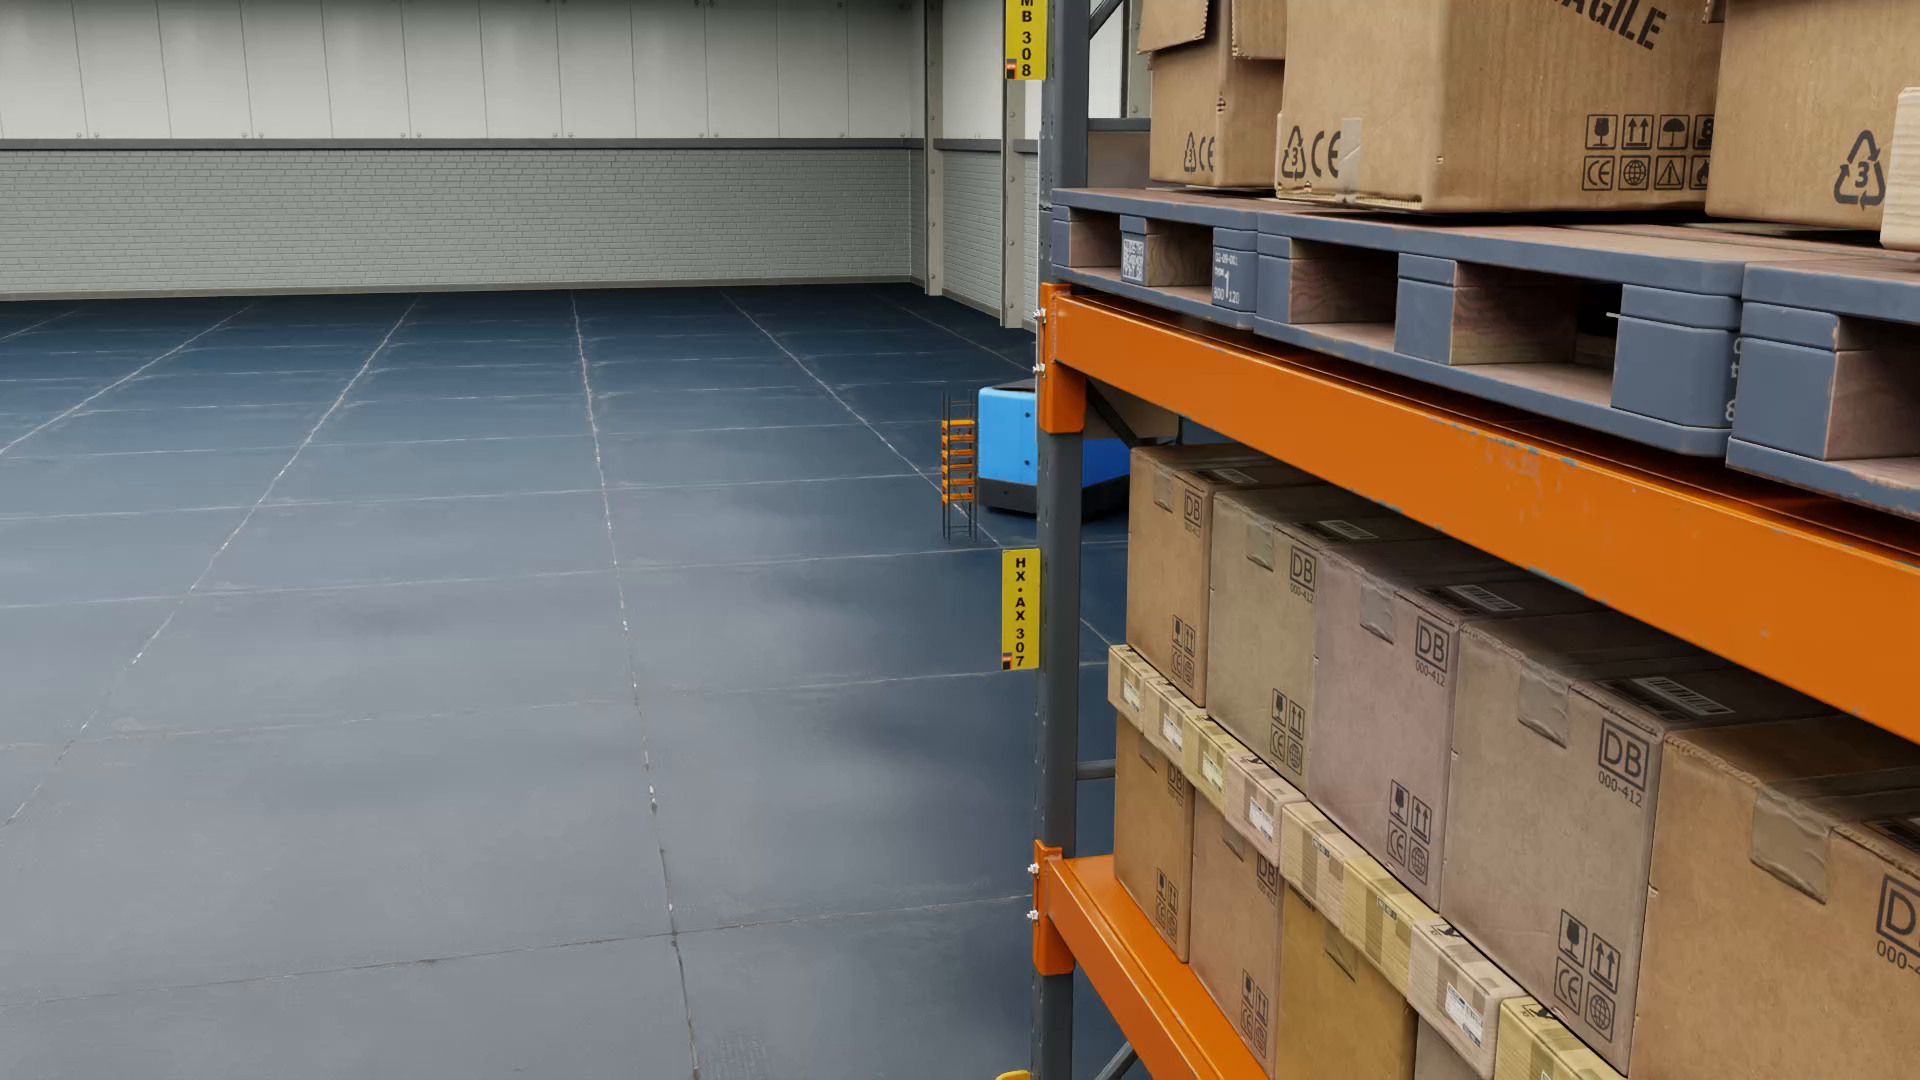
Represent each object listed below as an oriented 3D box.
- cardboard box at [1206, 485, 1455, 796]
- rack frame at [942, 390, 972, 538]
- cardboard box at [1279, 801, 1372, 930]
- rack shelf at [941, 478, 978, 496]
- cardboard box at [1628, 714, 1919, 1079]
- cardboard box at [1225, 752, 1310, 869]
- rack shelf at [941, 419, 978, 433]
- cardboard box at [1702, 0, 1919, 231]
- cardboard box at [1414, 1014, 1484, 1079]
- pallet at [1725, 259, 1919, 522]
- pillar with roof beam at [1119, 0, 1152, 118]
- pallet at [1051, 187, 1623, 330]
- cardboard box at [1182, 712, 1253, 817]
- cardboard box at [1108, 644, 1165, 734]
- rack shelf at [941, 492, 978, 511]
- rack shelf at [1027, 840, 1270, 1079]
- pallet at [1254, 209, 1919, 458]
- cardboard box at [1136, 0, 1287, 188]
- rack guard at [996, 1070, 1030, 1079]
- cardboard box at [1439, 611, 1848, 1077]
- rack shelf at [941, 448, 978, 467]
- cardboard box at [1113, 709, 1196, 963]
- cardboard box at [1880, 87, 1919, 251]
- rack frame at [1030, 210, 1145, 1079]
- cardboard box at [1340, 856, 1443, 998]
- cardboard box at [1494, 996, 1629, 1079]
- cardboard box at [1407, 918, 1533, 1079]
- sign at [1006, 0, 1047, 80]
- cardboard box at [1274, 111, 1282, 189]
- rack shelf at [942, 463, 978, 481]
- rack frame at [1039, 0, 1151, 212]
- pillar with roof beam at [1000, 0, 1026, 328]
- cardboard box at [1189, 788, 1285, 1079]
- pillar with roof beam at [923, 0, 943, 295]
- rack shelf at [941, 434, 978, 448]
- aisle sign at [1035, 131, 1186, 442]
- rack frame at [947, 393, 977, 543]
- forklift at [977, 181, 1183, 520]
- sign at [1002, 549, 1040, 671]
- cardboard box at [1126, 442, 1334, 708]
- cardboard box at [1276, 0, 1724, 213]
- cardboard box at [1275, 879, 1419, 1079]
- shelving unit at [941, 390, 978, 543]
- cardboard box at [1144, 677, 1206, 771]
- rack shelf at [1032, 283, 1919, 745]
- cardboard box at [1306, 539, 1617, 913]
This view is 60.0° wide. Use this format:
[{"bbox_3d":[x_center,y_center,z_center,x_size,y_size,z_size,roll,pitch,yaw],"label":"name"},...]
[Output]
[{"bbox_3d":[0.939,0.176,3.443,0.700,0.500,0.500,-4,14,-15],"label":"cardboard box"},{"bbox_3d":[-0.025,-0.607,13.385,0.240,1.200,0.006,-3,14,-13],"label":"rack frame"},{"bbox_3d":[0.828,0.590,3.115,0.380,0.149,0.250,-4,14,-15],"label":"cardboard box"},{"bbox_3d":[-0.003,-0.426,13.337,0.258,0.103,0.180,-3,14,-13],"label":"rack shelf"},{"bbox_3d":[1.293,0.523,2.022,0.700,0.500,0.500,-3,14,-13],"label":"cardboard box"},{"bbox_3d":[0.763,0.529,3.366,0.380,0.149,0.250,-4,14,-14],"label":"cardboard box"},{"bbox_3d":[-0.003,-0.893,13.223,0.258,0.103,0.180,-3,14,-13],"label":"rack shelf"},{"bbox_3d":[1.376,-0.630,1.970,0.797,0.503,0.637,-2,14,-7],"label":"cardboard box"},{"bbox_3d":[1.164,1.030,2.681,0.700,0.500,0.500,-3,14,-11],"label":"cardboard box"},{"bbox_3d":[1.415,-0.074,1.275,1.003,0.211,1.213,-3,14,-13],"label":"pallet"},{"bbox_3d":[-1.892,-6.378,20.570,9.100,9.000,0.400,-3,14,-13],"label":"pillar with roof beam"},{"bbox_3d":[0.842,-0.637,3.579,1.003,0.211,1.213,-3,14,-13],"label":"pallet"},{"bbox_3d":[0.705,0.470,3.605,0.380,0.149,0.250,-3,14,-13],"label":"cardboard box"},{"bbox_3d":[0.584,0.352,4.089,0.380,0.149,0.250,-3,14,-14],"label":"cardboard box"},{"bbox_3d":[-0.003,-0.310,13.366,0.258,0.103,0.180,-3,14,-13],"label":"rack shelf"},{"bbox_3d":[1.170,1.424,2.795,1.077,0.370,4.000,-3,14,-13],"label":"rack shelf"},{"bbox_3d":[1.132,-0.355,2.424,1.003,0.211,1.213,-3,14,-13],"label":"pallet"},{"bbox_3d":[0.832,-1.034,3.619,0.797,0.503,0.637,-2,14,-9],"label":"cardboard box"},{"bbox_3d":[0.695,1.822,4.917,1.175,0.500,0.348,-3,14,-13],"label":"rack guard"},{"bbox_3d":[1.176,0.408,2.494,0.700,0.500,0.500,-3,14,-13],"label":"cardboard box"},{"bbox_3d":[-0.003,-0.660,13.280,0.258,0.103,0.180,-3,14,-13],"label":"rack shelf"},{"bbox_3d":[0.798,0.673,4.142,0.700,0.500,0.500,-3,14,-13],"label":"cardboard box"},{"bbox_3d":[1.091,-0.334,1.505,0.380,0.149,0.250,-3,14,-13],"label":"cardboard box"},{"bbox_3d":[0.701,0.613,4.598,1.000,3.000,0.127,-3,14,-13],"label":"rack frame"},{"bbox_3d":[0.888,0.649,2.874,0.380,0.149,0.250,-3,14,-14],"label":"cardboard box"},{"bbox_3d":[1.006,0.767,2.389,0.380,0.149,0.250,-3,14,-11],"label":"cardboard box"},{"bbox_3d":[0.944,0.706,2.638,0.380,0.149,0.250,-3,14,-13],"label":"cardboard box"},{"bbox_3d":[0.160,-1.278,4.008,0.100,0.325,0.005,-3,14,-13],"label":"sign"},{"bbox_3d":[0.806,-0.713,3.054,0.380,0.149,0.250,-3,14,-13],"label":"cardboard box"},{"bbox_3d":[-0.003,-0.543,13.309,0.258,0.103,0.180,-3,14,-13],"label":"rack shelf"},{"bbox_3d":[0.701,-2.301,3.886,1.000,3.000,0.127,-3,14,-13],"label":"rack frame"},{"bbox_3d":[-3.301,-7.762,26.236,9.100,9.000,0.400,-3,14,-13],"label":"pillar with roof beam"},{"bbox_3d":[0.926,0.794,3.647,0.700,0.500,0.500,-3,14,-12],"label":"cardboard box"},{"bbox_3d":[-4.710,-9.146,31.901,9.100,9.000,0.400,-3,14,-13],"label":"pillar with roof beam"},{"bbox_3d":[-0.003,-0.776,13.252,0.258,0.103,0.180,-3,14,-13],"label":"rack shelf"},{"bbox_3d":[0.388,-0.648,4.281,0.394,0.787,0.004,-3,14,-13],"label":"aisle sign"},{"bbox_3d":[0.018,-0.565,13.212,0.240,1.200,0.006,-3,14,-13],"label":"rack frame"},{"bbox_3d":[1.435,-1.882,14.955,1.130,2.935,3.031,10,17,36],"label":"forklift"},{"bbox_3d":[0.160,0.184,4.365,0.100,0.325,0.005,-3,14,-13],"label":"sign"},{"bbox_3d":[0.810,0.055,3.938,0.700,0.500,0.500,-3,14,-13],"label":"cardboard box"},{"bbox_3d":[0.825,-0.766,2.533,0.500,0.500,0.500,-3,14,-13],"label":"cardboard box"},{"bbox_3d":[1.037,0.909,3.177,0.700,0.500,0.500,-3,14,-13],"label":"cardboard box"},{"bbox_3d":[-0.003,-0.586,13.298,0.258,1.200,0.189,-3,14,-13],"label":"shelving unit"},{"bbox_3d":[0.648,0.413,3.841,0.380,0.149,0.250,-4,14,-15],"label":"cardboard box"},{"bbox_3d":[1.170,-0.033,2.439,1.077,0.370,4.000,-3,14,-13],"label":"rack shelf"},{"bbox_3d":[1.058,0.292,2.967,0.700,0.500,0.500,-3,14,-13],"label":"cardboard box"}]
